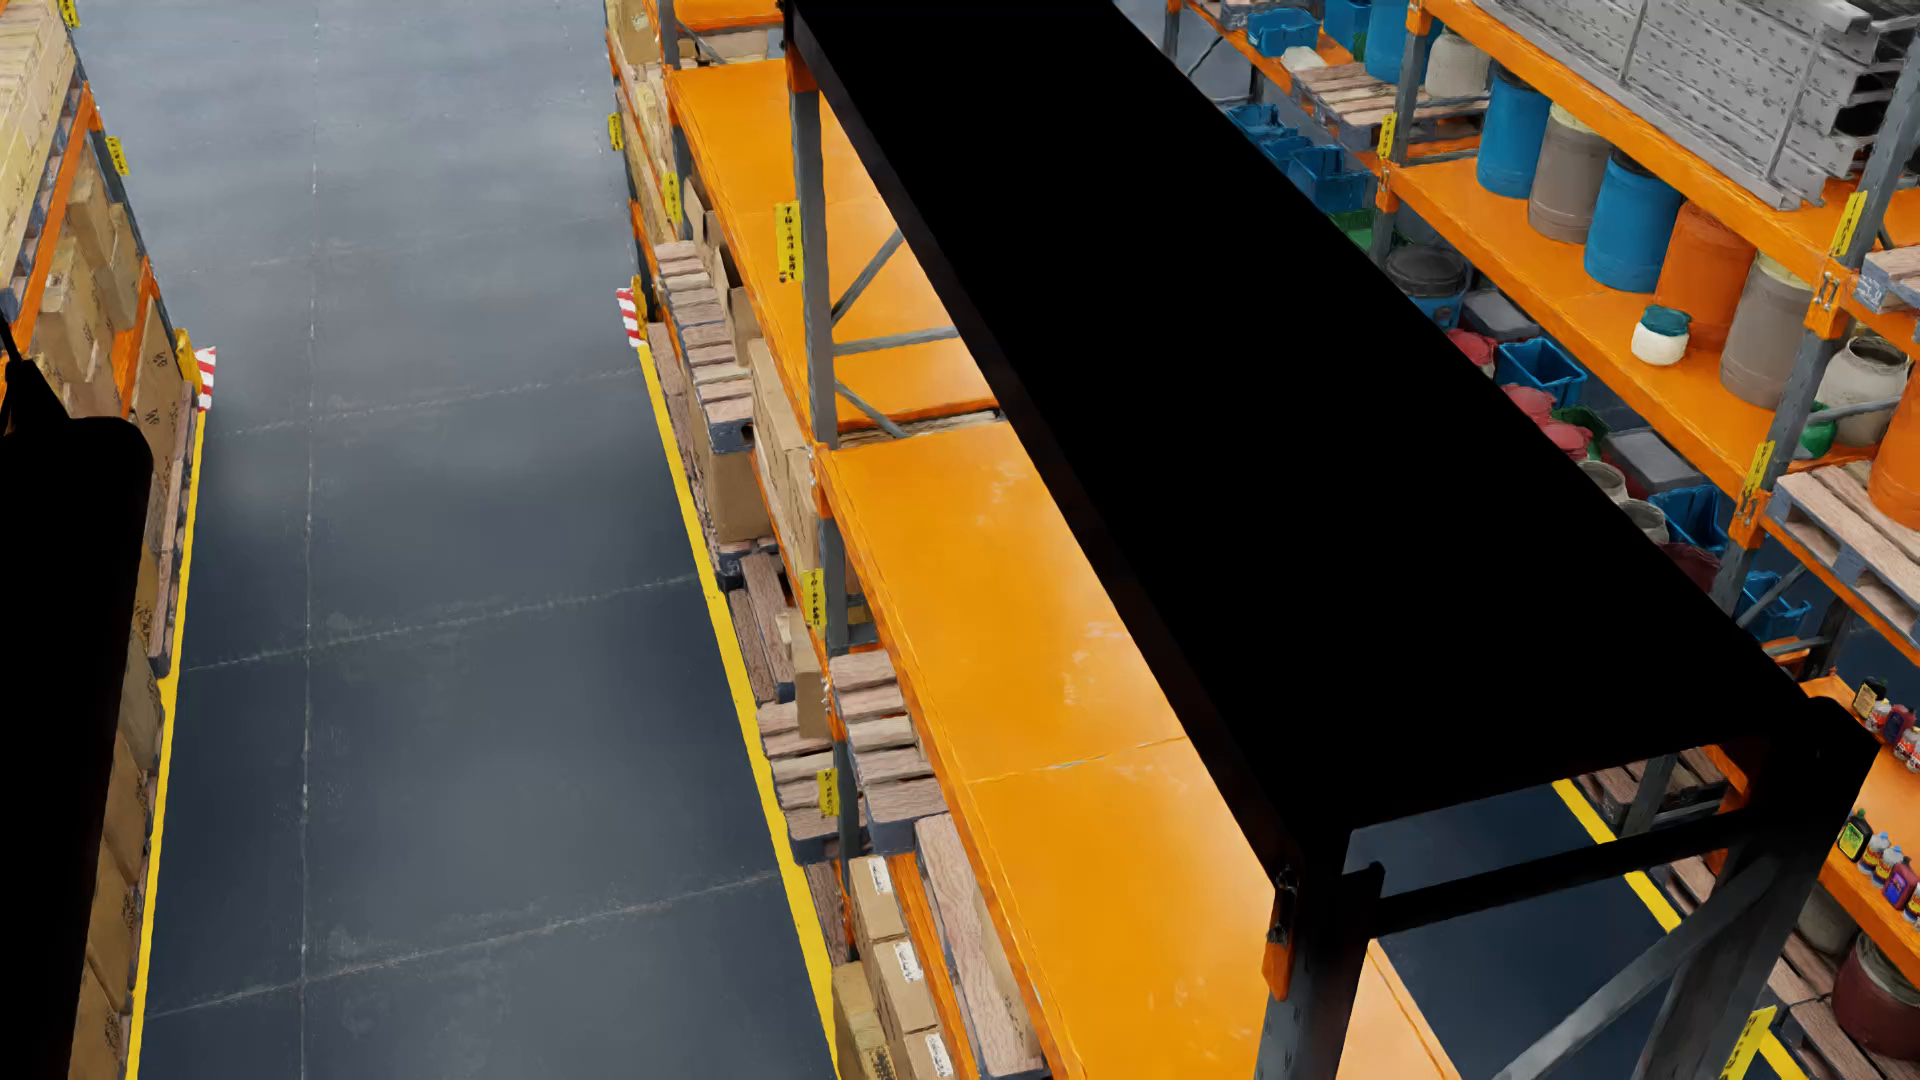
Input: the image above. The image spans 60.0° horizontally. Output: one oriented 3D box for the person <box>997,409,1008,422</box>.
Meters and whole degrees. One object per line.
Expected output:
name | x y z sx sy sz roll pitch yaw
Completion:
person | 0.267 -1.709 13.520 0.618 1.783 0.457 31 48 33
